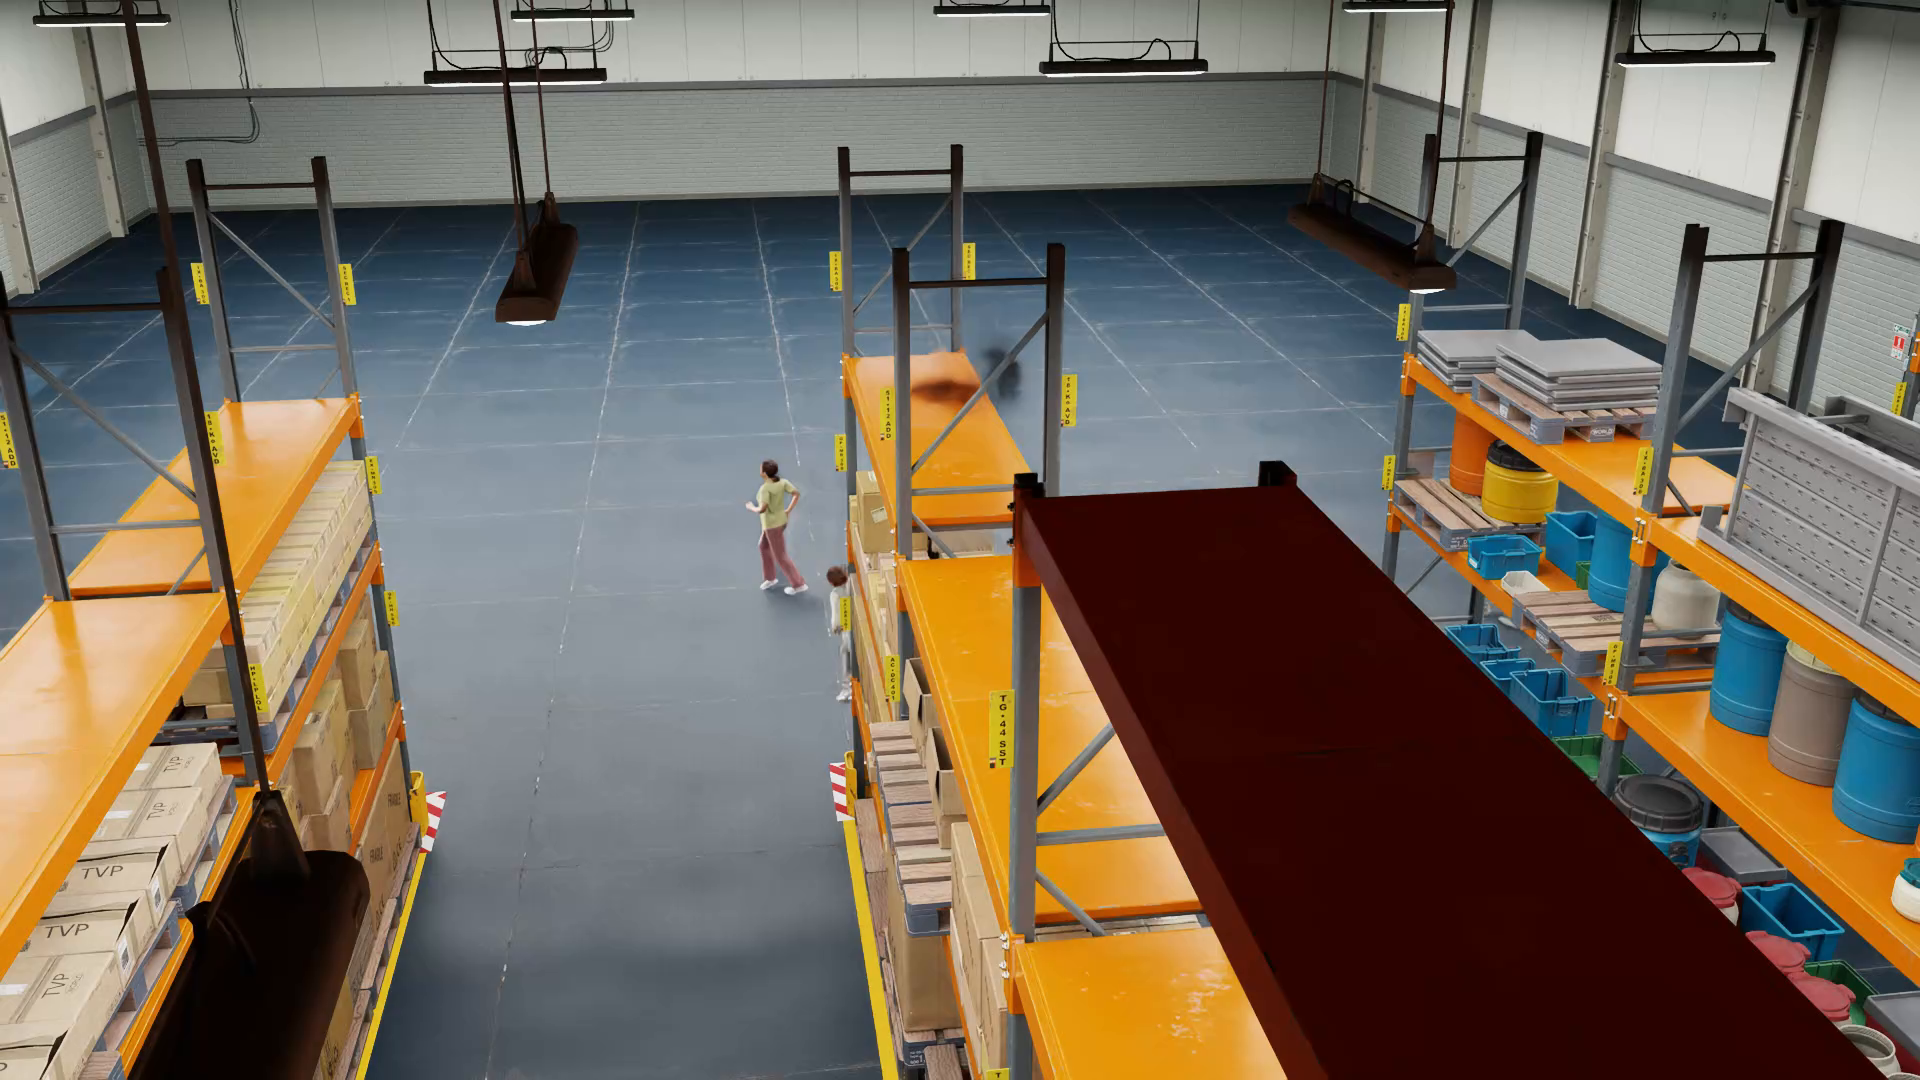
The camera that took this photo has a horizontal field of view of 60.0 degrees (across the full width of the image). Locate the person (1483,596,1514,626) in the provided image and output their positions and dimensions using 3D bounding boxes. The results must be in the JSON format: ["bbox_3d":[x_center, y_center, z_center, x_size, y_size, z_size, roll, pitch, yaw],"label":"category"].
[{"bbox_3d":[6.111,0.156,18.873,0.763,1.840,0.662,8,23,19],"label":"person"}]

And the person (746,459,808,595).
[{"bbox_3d":[-2.158,-0.112,19.659,0.748,1.718,0.569,9,23,21],"label":"person"}]

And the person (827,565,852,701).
[{"bbox_3d":[-1.018,1.033,17.057,0.798,1.521,0.552,16,27,35],"label":"person"}]
